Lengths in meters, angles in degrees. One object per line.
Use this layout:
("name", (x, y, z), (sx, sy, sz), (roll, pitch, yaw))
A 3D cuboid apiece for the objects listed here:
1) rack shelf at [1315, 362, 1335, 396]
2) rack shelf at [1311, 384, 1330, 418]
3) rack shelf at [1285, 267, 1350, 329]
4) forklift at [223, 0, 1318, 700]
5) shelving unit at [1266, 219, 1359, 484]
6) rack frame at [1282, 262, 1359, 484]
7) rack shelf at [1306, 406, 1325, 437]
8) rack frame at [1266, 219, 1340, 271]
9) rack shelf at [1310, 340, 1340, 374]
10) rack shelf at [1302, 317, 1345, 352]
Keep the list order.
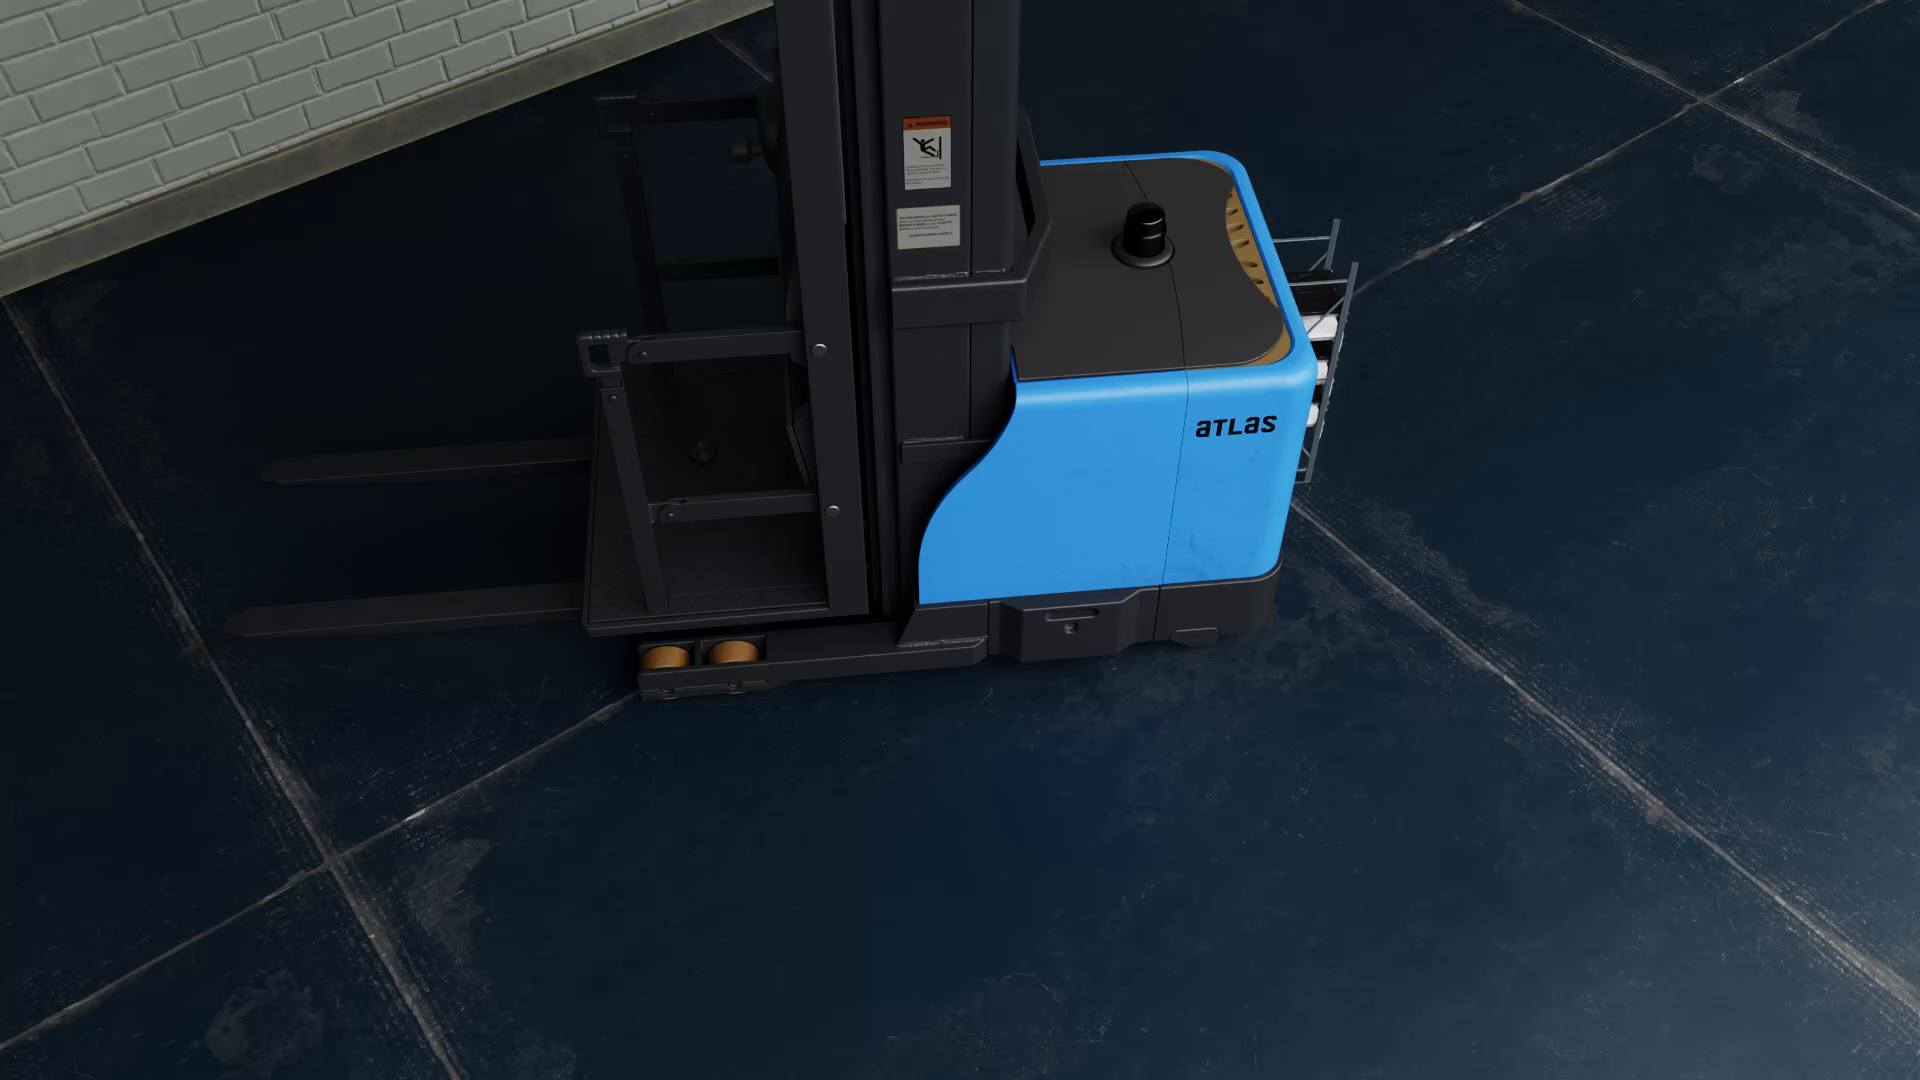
("rack shelf", (1.010, -0.533, 5.171), (0.258, 0.077, 0.200), (-4, 48, -4))
("rack shelf", (1.010, -0.473, 5.238), (0.258, 0.077, 0.200), (-4, 48, -4))
("rack shelf", (1.010, -0.715, 4.971), (0.258, 0.077, 0.200), (-4, 48, -4))
("forklift", (-0.619, -0.936, 4.120), (3.031, 2.935, 1.130), (-4, 48, -4))
("shelving unit", (1.010, -0.556, 5.146), (0.258, 0.900, 0.210), (-4, 48, -4))
("rack frame", (1.020, -0.481, 5.079), (0.240, 0.900, 0.006), (-4, 48, -4))
("rack shelf", (1.010, -0.412, 5.304), (0.258, 0.077, 0.200), (-4, 48, -4))
("rack frame", (0.999, -0.631, 5.214), (0.240, 0.900, 0.006), (-4, 48, -4))
("rack shelf", (1.010, -0.594, 5.104), (0.258, 0.077, 0.200), (-4, 48, -4))
("rack shelf", (1.010, -0.654, 5.038), (0.258, 0.077, 0.200), (-4, 48, -4))
